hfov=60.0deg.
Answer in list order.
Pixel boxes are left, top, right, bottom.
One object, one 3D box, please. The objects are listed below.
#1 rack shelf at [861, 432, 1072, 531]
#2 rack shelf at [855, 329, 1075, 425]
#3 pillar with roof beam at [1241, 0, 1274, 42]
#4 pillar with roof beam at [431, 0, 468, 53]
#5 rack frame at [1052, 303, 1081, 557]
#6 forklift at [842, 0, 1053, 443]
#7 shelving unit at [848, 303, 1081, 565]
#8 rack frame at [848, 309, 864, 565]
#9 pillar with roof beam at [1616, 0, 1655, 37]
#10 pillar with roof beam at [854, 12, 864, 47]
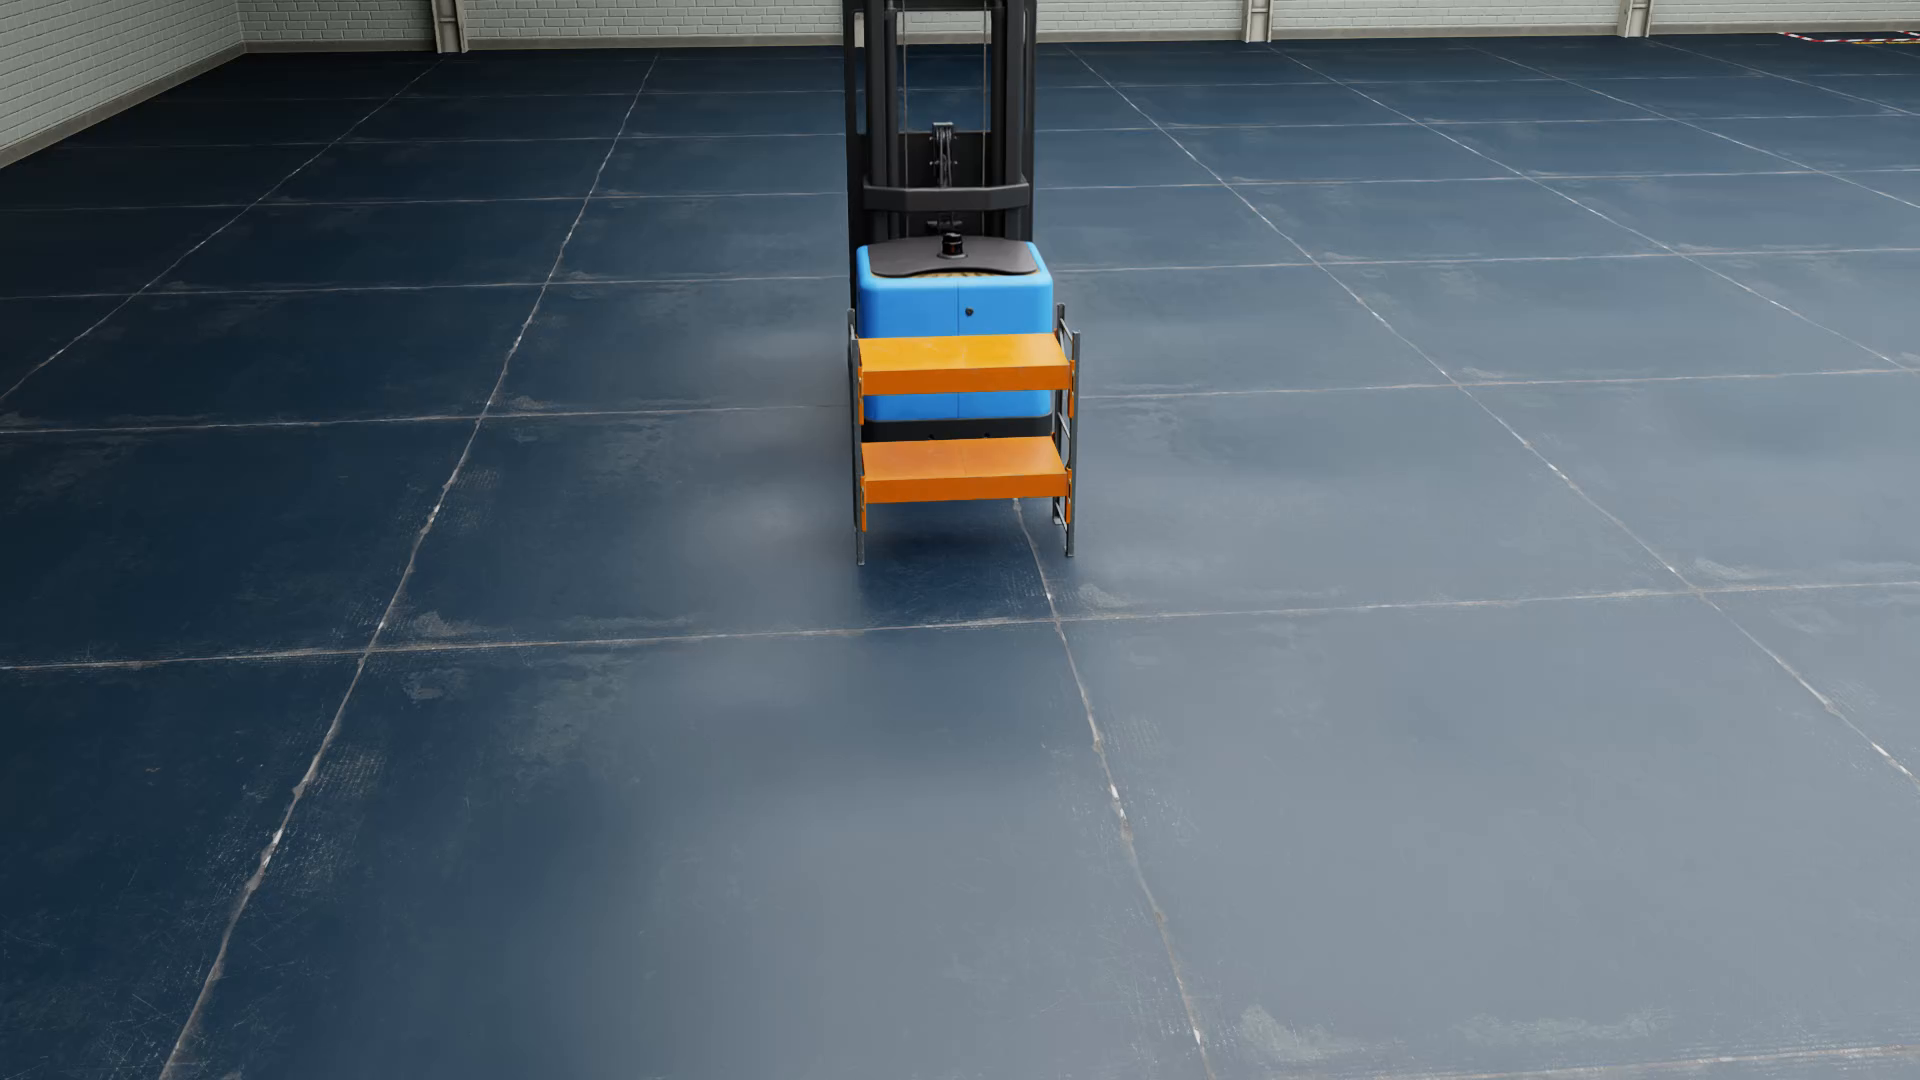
[{"bbox_3d":[0.007,-0.291,8.121,1.000,0.278,0.538,-2,24,-5],"label":"rack shelf"},{"bbox_3d":[0.007,-0.782,7.903,1.000,0.278,0.538,-2,24,-5],"label":"rack shelf"},{"bbox_3d":[4.944,-10.005,19.681,0.400,9.000,9.100,-2,24,-5],"label":"pillar with roof beam"},{"bbox_3d":[-6.998,-9.526,18.603,0.400,9.000,9.100,-2,24,-5],"label":"pillar with roof beam"},{"bbox_3d":[0.513,-0.535,8.068,0.032,1.125,0.500,-2,24,-5],"label":"rack frame"},{"bbox_3d":[-0.135,-2.318,9.857,1.130,2.935,3.031,-2,24,-4],"label":"forklift"},{"bbox_3d":[0.007,-0.514,8.022,1.048,1.125,0.538,-2,24,-5],"label":"shelving unit"},{"bbox_3d":[-0.499,-0.494,7.976,0.032,1.125,0.500,-2,24,-5],"label":"rack frame"},{"bbox_3d":[10.915,-10.245,20.219,0.400,9.000,9.100,-2,24,-5],"label":"pillar with roof beam"},{"bbox_3d":[-1.027,-9.766,19.142,0.400,9.000,9.100,-2,24,-5],"label":"pillar with roof beam"}]
